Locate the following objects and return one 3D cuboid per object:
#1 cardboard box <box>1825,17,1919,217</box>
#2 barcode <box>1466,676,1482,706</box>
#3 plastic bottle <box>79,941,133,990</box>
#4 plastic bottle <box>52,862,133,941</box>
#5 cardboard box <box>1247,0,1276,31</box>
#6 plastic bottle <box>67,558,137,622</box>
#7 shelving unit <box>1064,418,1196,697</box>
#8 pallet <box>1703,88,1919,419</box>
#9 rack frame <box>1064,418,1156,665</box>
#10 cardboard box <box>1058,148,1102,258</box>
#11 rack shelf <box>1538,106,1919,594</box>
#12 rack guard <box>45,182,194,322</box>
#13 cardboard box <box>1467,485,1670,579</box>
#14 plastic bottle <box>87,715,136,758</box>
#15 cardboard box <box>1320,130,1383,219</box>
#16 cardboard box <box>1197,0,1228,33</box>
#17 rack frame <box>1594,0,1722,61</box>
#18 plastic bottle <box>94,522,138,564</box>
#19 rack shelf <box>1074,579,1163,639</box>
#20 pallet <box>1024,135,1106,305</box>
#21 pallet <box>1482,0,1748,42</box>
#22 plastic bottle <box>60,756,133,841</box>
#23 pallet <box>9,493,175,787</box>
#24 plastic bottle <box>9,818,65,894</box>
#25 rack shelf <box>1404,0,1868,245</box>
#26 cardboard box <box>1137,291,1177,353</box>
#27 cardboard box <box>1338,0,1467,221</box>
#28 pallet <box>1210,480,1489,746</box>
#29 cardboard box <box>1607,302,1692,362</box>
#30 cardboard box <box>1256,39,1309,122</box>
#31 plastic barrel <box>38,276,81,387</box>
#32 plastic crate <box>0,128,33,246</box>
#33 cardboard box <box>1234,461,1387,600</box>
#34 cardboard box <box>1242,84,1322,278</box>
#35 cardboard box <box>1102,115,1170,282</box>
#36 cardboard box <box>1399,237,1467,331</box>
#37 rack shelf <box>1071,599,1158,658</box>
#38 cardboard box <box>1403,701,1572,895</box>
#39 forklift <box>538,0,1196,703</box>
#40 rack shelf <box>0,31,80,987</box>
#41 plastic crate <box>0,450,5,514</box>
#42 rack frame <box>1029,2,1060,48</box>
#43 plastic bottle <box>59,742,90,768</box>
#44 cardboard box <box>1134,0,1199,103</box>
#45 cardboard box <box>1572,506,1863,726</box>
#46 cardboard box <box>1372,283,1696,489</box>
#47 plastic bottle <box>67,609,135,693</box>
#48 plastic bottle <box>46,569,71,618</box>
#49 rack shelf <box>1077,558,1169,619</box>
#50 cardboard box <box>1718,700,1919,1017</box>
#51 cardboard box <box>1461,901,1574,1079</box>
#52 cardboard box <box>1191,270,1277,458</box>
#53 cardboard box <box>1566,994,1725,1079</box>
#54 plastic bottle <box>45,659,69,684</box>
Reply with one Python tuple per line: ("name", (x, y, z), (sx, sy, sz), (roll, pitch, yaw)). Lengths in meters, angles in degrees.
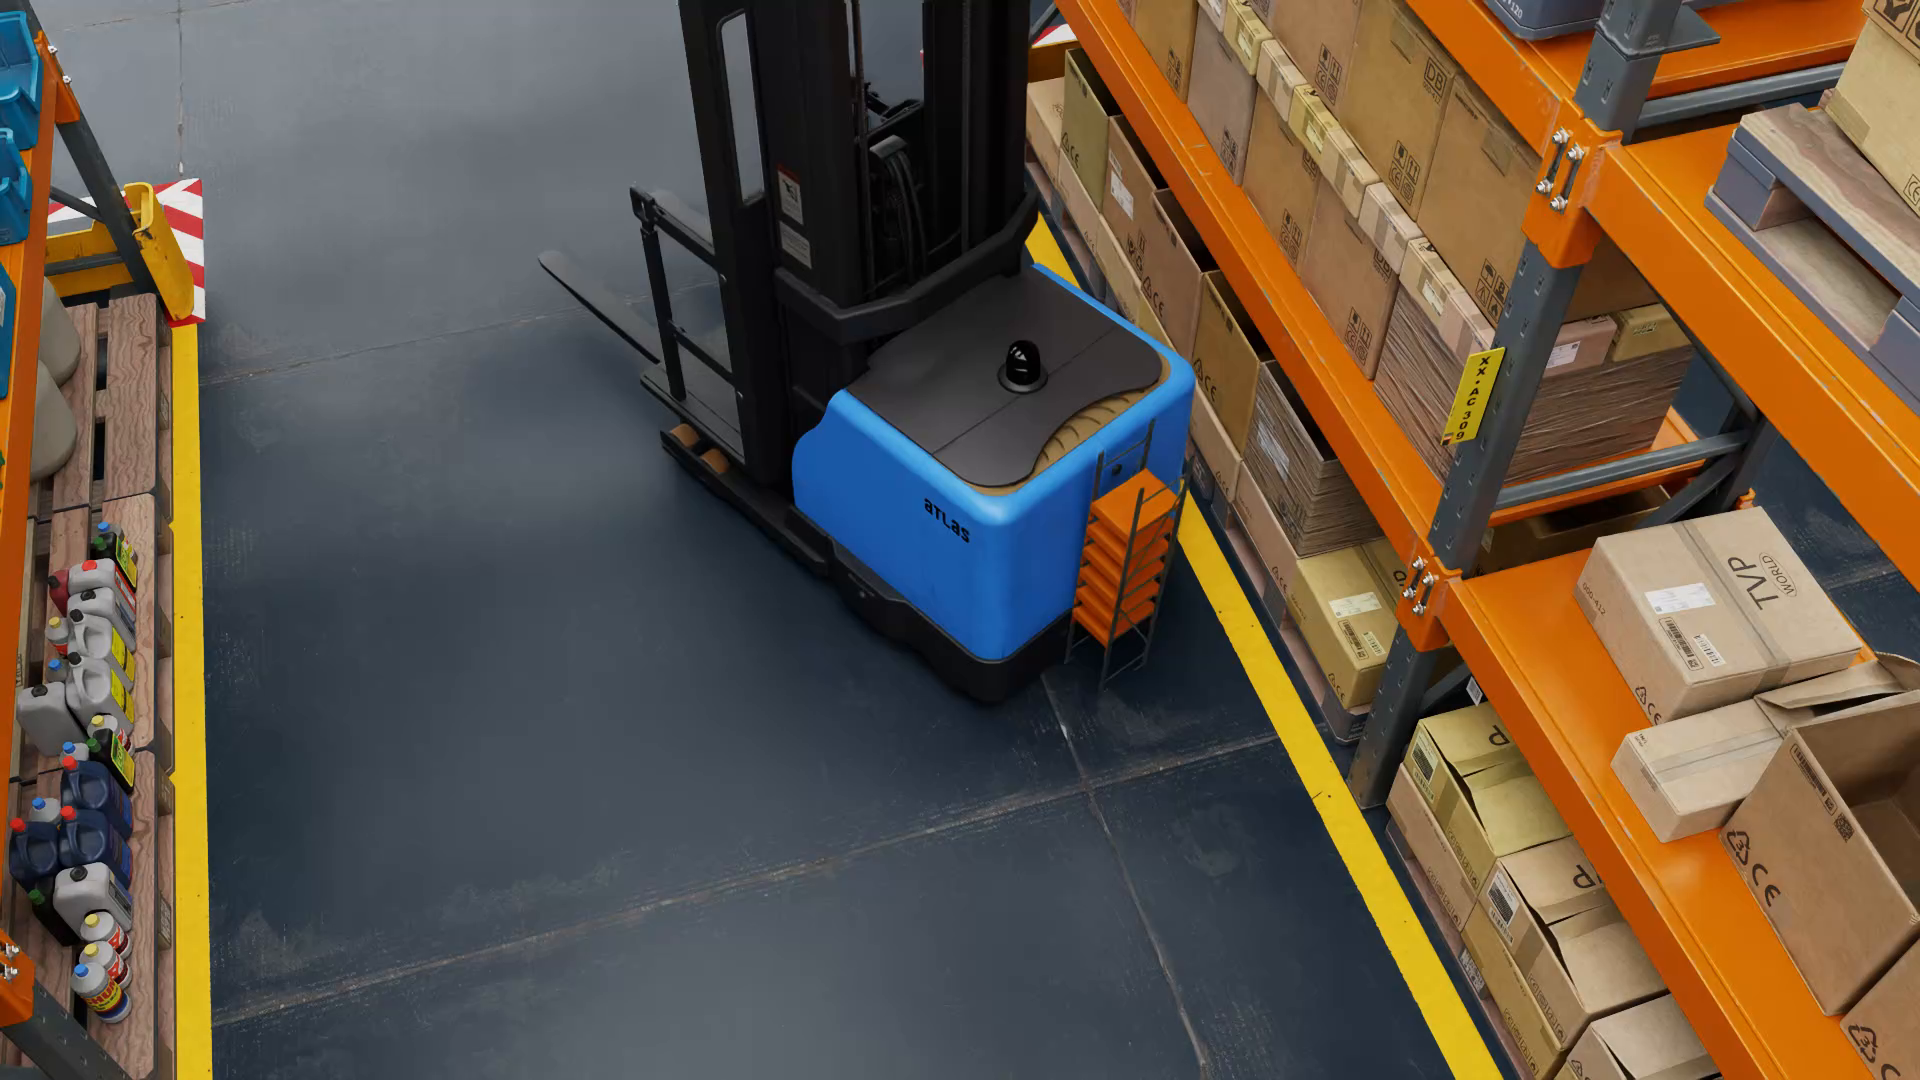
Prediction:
("cardboard box", (2.017, -0.788, 3.104), (0.500, 0.250, 0.500), (-9, 50, -7))
("barcode", (1.522, 0.448, 4.919), (0.001, 0.075, 0.075), (-13, 51, -11))
("plastic bottle", (-2.595, 1.285, 5.037), (0.097, 0.201, 0.097), (0, 50, 0))
("plastic bottle", (-2.686, 1.105, 5.140), (0.152, 0.276, 0.135), (-12, 51, -10))
("cardboard box", (1.261, -2.059, 5.400), (0.700, 0.500, 0.500), (-13, 51, -11))
("plastic bottle", (-3.062, 0.178, 5.922), (0.152, 0.276, 0.135), (-13, 51, -11))
("shelving unit", (0.560, 0.094, 5.669), (0.258, 1.200, 0.189), (-32, 61, -24))
("pallet", (2.117, -0.450, 3.121), (0.805, 0.209, 1.217), (-15, 52, -12))
("rack frame", (0.502, 0.037, 5.709), (0.240, 1.200, 0.006), (-32, 61, -24))
("cardboard box", (0.758, -1.551, 7.409), (0.500, 0.250, 0.500), (-13, 51, -11))
("rack shelf", (2.435, 0.539, 2.632), (1.077, 0.370, 4.000), (-13, 51, -11))
("rack guard", (-4.005, -1.140, 7.174), (1.175, 0.500, 0.348), (-13, 51, -11))
("cardboard box", (2.006, -0.087, 5.684), (0.500, 0.500, 0.500), (-13, 51, -11))
("plastic bottle", (-2.849, 0.658, 5.566), (0.097, 0.201, 0.097), (0, 50, 0))
("cardboard box", (1.329, -1.141, 5.050), (0.380, 0.149, 0.250), (-13, 51, -11))
("cardboard box", (1.025, -1.891, 5.682), (0.380, 0.149, 0.250), (-13, 51, -11))
("rack frame", (1.844, -2.120, 2.441), (1.000, 3.000, 0.127), (-13, 51, -11))
("plastic bottle", (-3.110, 0.012, 6.111), (0.097, 0.201, 0.097), (0, 50, 0))
("rack shelf", (0.553, 0.194, 5.799), (0.258, 0.103, 0.180), (-32, 61, -24))
("pallet", (0.927, -1.660, 7.801), (1.003, 0.211, 1.213), (-13, 51, -11))
("pallet", (1.567, -1.742, 4.142), (1.003, 0.211, 1.213), (-13, 51, -11))
("plastic bottle", (-2.787, 0.821, 5.330), (0.144, 0.351, 0.185), (-15, 52, -13))
("pallet", (-3.412, 0.437, 6.033), (1.003, 0.211, 1.213), (-13, 51, -11))
("plastic bottle", (-2.869, 0.992, 5.186), (0.144, 0.351, 0.185), (-13, 51, -11))
("rack shelf", (1.252, -2.382, 5.095), (1.077, 0.370, 4.000), (-13, 51, -11))
("cardboard box", (1.049, -0.819, 6.792), (0.500, 0.250, 0.500), (-13, 51, -11))
("cardboard box", (1.556, -1.328, 4.784), (0.700, 0.500, 0.500), (-13, 51, -11))
("pallet", (1.649, 0.122, 6.299), (1.003, 0.211, 1.213), (-13, 51, -11))
("cardboard box", (1.949, -0.668, 4.651), (0.380, 0.149, 0.250), (-13, 51, -11))
("cardboard box", (1.185, -1.506, 5.358), (0.380, 0.149, 0.250), (-12, 51, -10))
("plastic barrel", (-3.804, -0.861, 6.656), (0.421, 0.512, 0.421), (0, 50, 0))
("plastic crate", (-3.452, -1.169, 5.661), (0.499, 0.251, 0.408), (-13, 51, -11))
("cardboard box", (1.359, -0.092, 6.179), (0.500, 0.250, 0.500), (-13, 51, -11))
("cardboard box", (1.400, -1.293, 5.602), (0.700, 0.500, 0.500), (-13, 51, -10))
("cardboard box", (0.917, -1.430, 6.816), (0.500, 0.500, 0.500), (-13, 51, -11))
("cardboard box", (1.488, -0.759, 4.728), (0.380, 0.149, 0.250), (-14, 51, -12))
("rack shelf", (0.548, 0.266, 5.895), (0.258, 0.103, 0.180), (-32, 61, -24))
("cardboard box", (1.728, 0.742, 5.109), (0.500, 0.311, 0.500), (-13, 51, -11))
("forklift", (-0.566, -1.393, 5.797), (1.130, 2.935, 3.031), (-36, 59, -27))
("rack shelf", (-3.481, -0.298, 5.300), (1.077, 0.370, 4.000), (-13, 51, -11))
("plastic crate", (-3.021, -0.056, 4.764), (0.450, 0.188, 0.662), (-13, 51, -11))
("rack frame", (0.661, -3.108, 7.198), (1.000, 3.000, 0.127), (-13, 51, -11))
("plastic bottle", (-2.866, 0.748, 5.444), (0.097, 0.271, 0.097), (0, 50, 0))
("cardboard box", (1.088, -2.050, 6.241), (0.700, 0.500, 0.500), (-13, 51, -11))
("cardboard box", (2.031, 0.211, 4.498), (0.500, 0.250, 0.500), (-10, 51, -9))
("cardboard box", (1.707, -0.541, 4.969), (0.700, 0.500, 0.500), (-15, 51, -12))
("plastic bottle", (-2.968, 0.375, 5.706), (0.144, 0.351, 0.185), (-11, 51, -9))
("plastic bottle", (-3.163, 0.200, 5.898), (0.061, 0.283, 0.133), (-13, 51, -11))
("rack shelf", (0.558, 0.121, 5.704), (0.258, 0.103, 0.180), (-32, 61, -24))
("cardboard box", (2.211, 0.731, 3.896), (0.500, 0.500, 0.500), (-10, 51, -8))
("cardboard box", (1.876, 1.289, 5.015), (0.500, 0.250, 0.500), (-12, 51, -10))
("cardboard box", (1.210, -0.699, 6.200), (0.500, 0.500, 0.500), (-13, 51, -11))
("cardboard box", (2.025, 1.486, 4.482), (0.500, 0.311, 0.500), (-15, 51, -12))
("plastic bottle", (-3.070, 0.483, 5.714), (0.097, 0.201, 0.097), (0, 50, 0))
